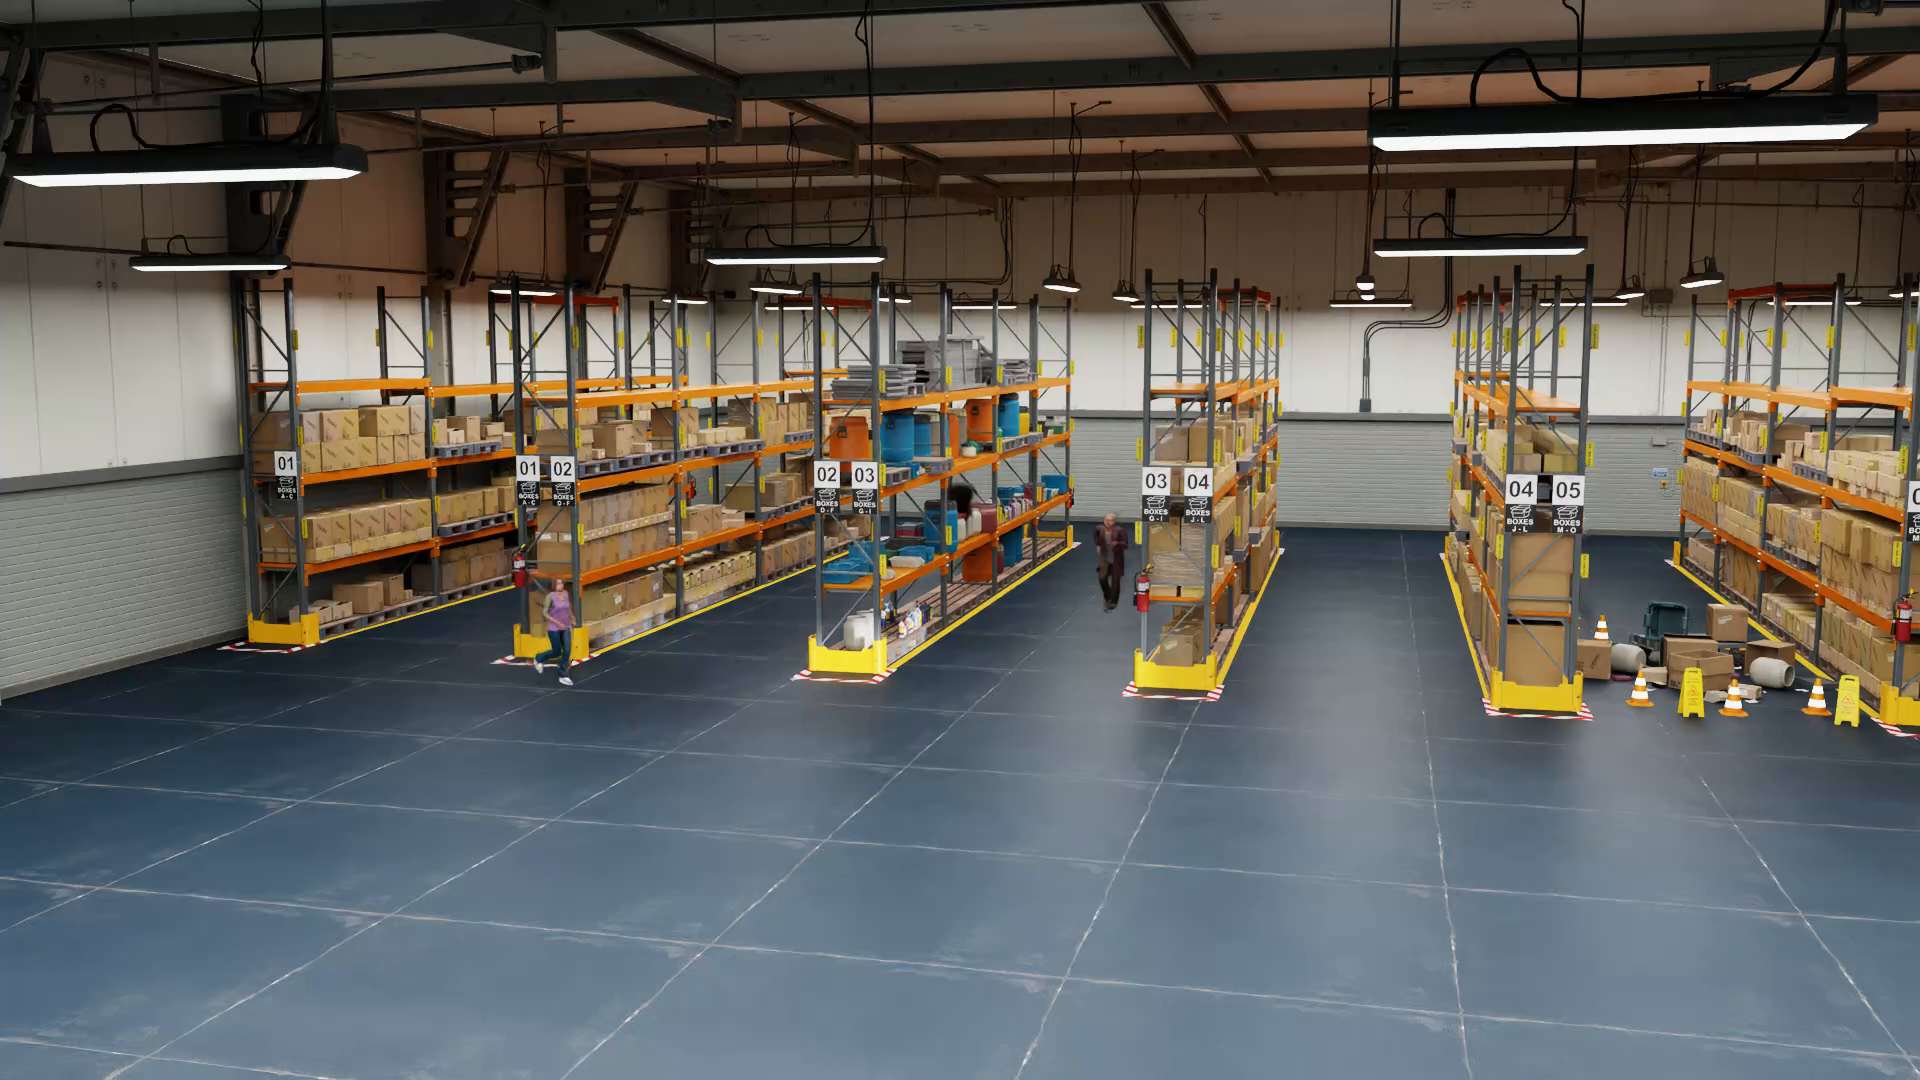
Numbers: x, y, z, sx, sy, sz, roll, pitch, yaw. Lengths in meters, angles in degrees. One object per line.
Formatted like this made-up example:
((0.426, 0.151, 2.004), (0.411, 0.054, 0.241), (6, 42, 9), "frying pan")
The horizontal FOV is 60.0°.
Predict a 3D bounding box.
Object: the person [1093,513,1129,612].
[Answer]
((2.607, 0.394, 28.911), (0.691, 1.747, 0.929), (2, 7, 15), "person")

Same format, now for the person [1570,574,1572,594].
((11.974, 0.204, 33.022), (0.675, 1.676, 0.764), (2, 7, 13), "person")

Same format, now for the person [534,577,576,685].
((-5.925, 1.317, 24.414), (0.726, 1.589, 0.545), (6, 9, 39), "person")
